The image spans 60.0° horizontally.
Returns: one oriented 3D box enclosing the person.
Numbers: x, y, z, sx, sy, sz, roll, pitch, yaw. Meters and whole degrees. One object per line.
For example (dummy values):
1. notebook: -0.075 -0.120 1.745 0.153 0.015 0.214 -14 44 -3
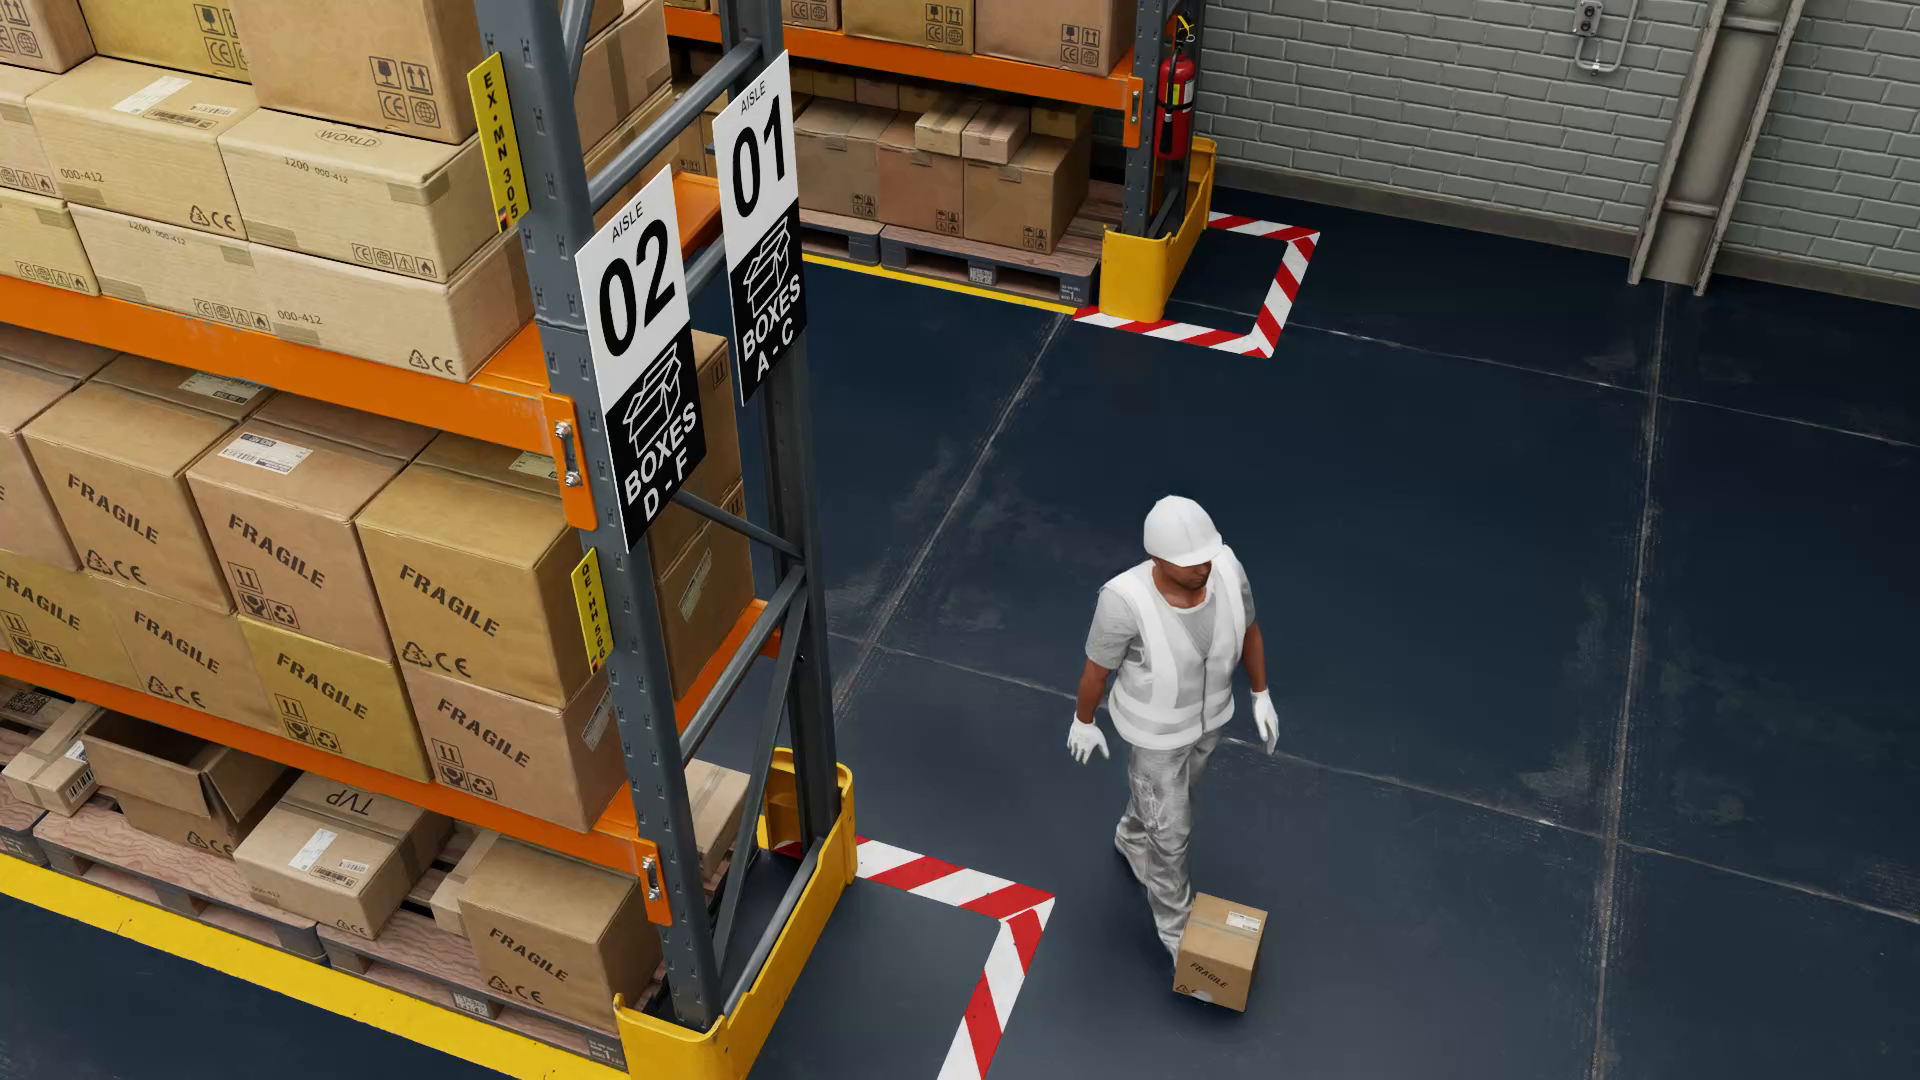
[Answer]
1. person: 0.780 0.652 5.384 0.621 1.773 0.737 -25 47 -25
